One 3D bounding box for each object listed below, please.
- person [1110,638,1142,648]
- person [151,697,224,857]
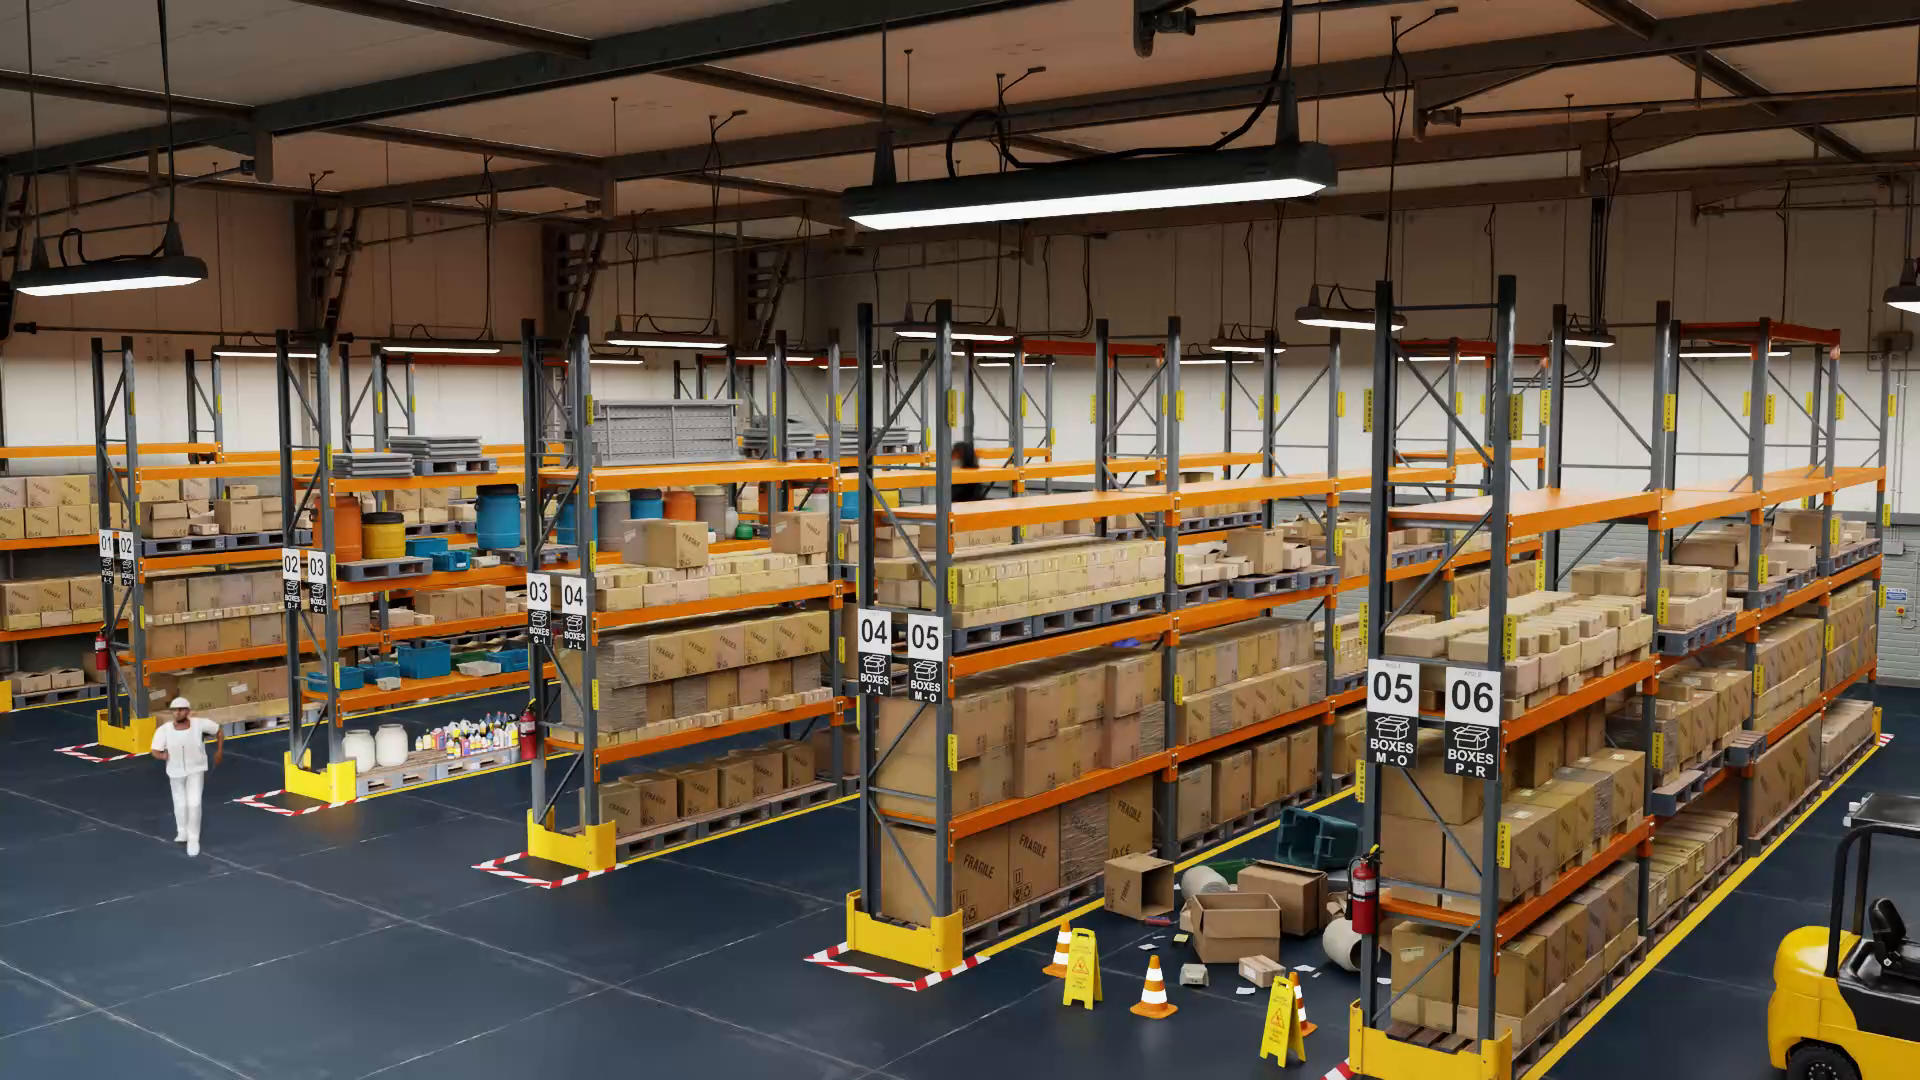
[{"bbox_3d":[2.408,1.973,24.149,0.582,1.635,0.672,3,6,32],"label":"person"},{"bbox_3d":[-8.733,2.653,18.810,0.711,1.795,0.884,-1,5,-15],"label":"person"}]
